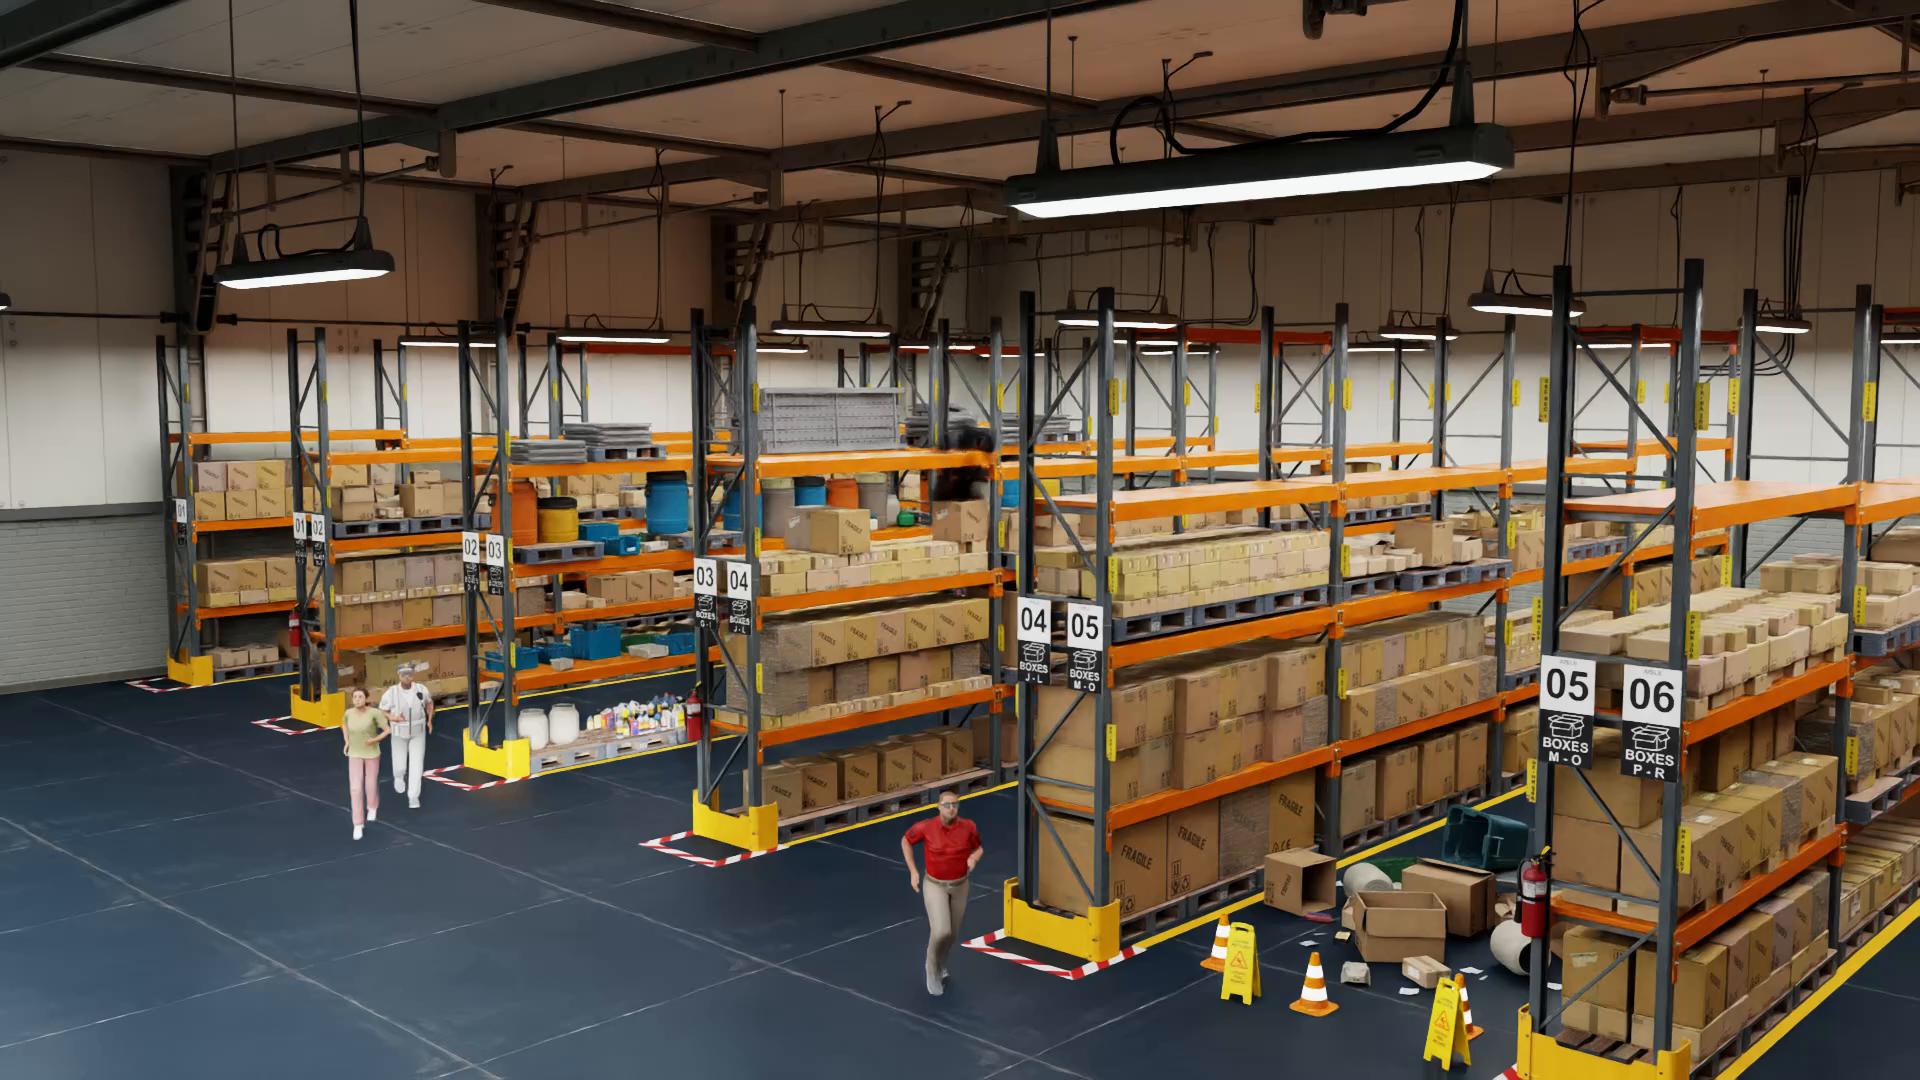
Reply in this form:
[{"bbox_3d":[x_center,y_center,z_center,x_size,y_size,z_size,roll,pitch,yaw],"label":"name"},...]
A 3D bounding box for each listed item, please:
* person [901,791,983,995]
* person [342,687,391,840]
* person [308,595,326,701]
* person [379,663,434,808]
[{"bbox_3d":[-0.118,3.001,14.212,0.665,1.749,0.750,-2,6,-19],"label":"person"},{"bbox_3d":[-6.873,2.647,19.249,0.542,1.468,0.821,-1,5,-10],"label":"person"},{"bbox_3d":[-10.337,1.767,27.174,0.890,1.755,0.679,-5,7,-44],"label":"person"},{"bbox_3d":[-6.799,2.361,20.469,0.669,1.750,0.840,-2,6,-25],"label":"person"}]
